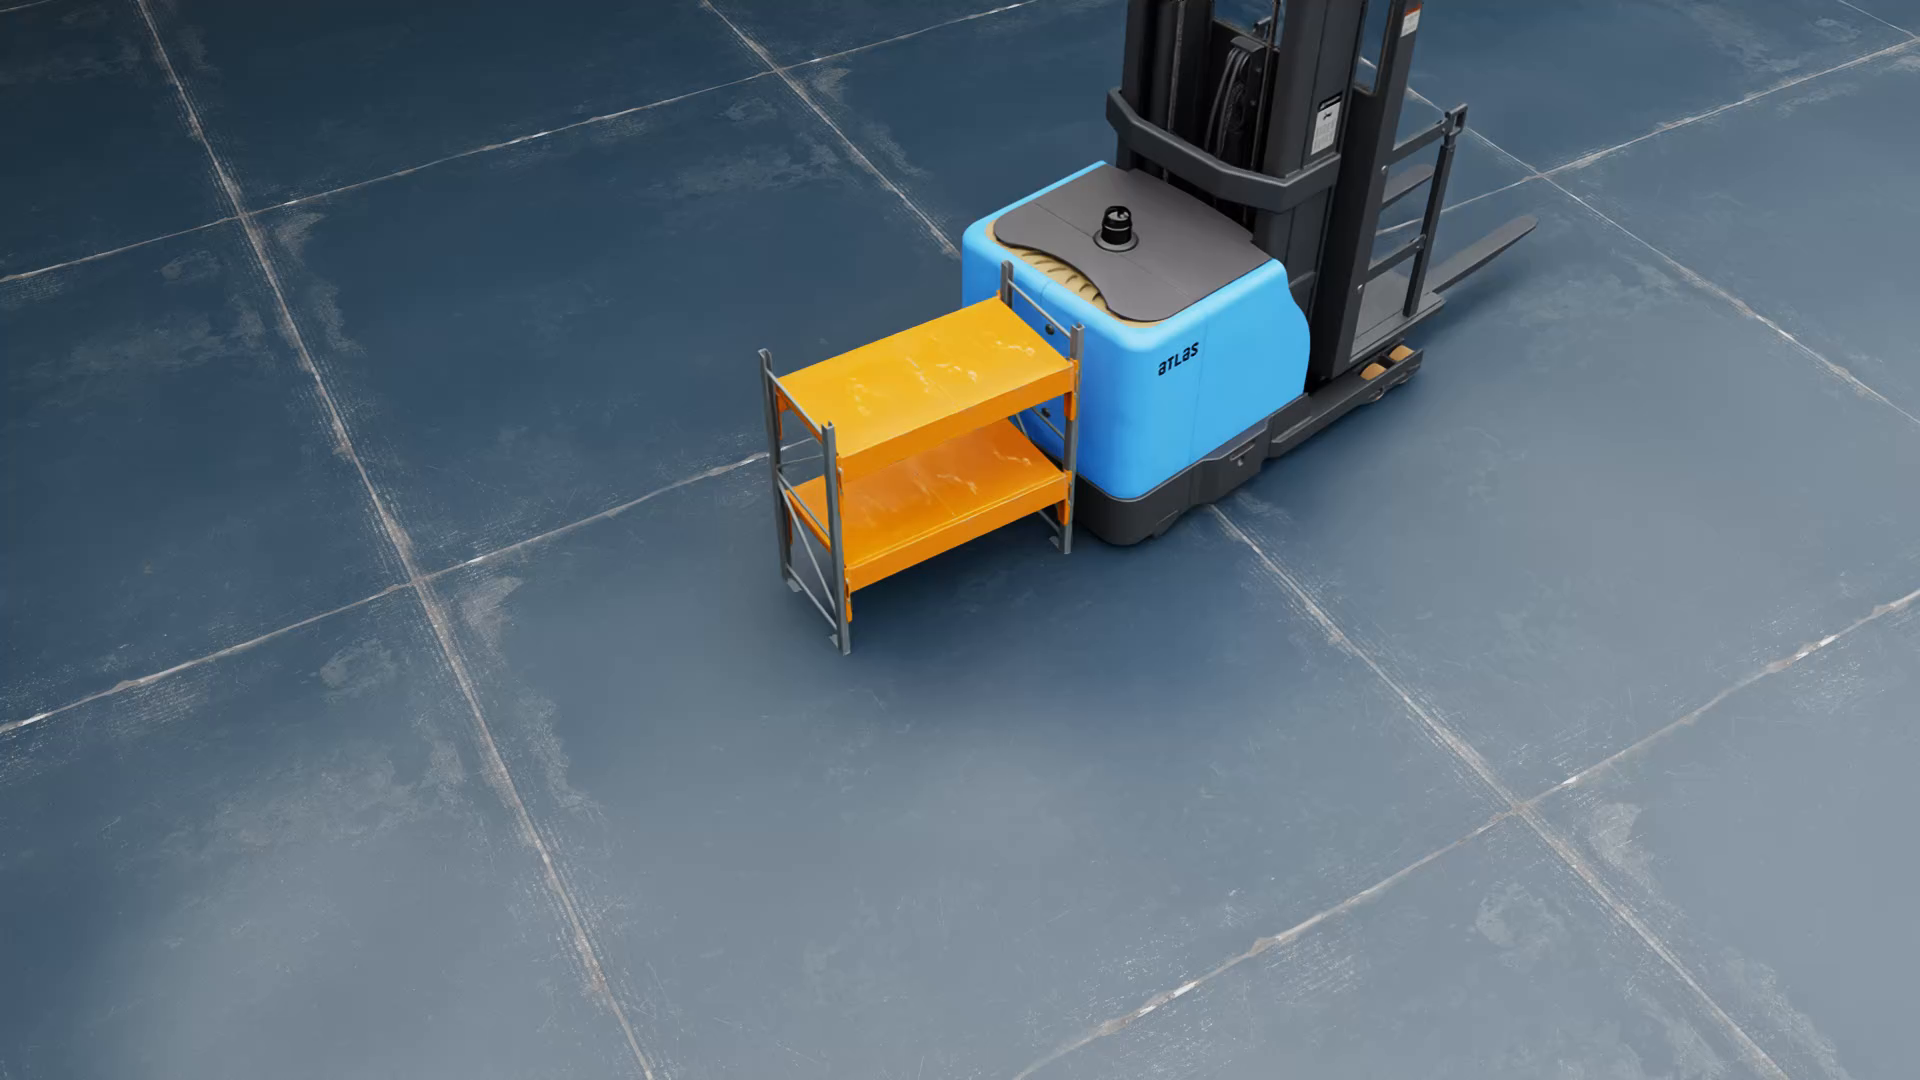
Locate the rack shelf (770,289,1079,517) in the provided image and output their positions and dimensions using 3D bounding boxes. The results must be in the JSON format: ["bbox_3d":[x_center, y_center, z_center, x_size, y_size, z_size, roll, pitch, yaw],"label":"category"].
[{"bbox_3d":[-0.131,-0.515,6.053,1.000,0.278,0.538,-24,49,-23],"label":"rack shelf"}]

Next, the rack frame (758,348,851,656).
[{"bbox_3d":[-0.561,-0.116,6.062,0.032,1.125,0.500,-24,49,-23],"label":"rack frame"}]

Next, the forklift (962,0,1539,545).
[{"bbox_3d":[1.435,-1.916,6.620,3.031,2.935,1.130,-31,52,-28],"label":"forklift"}]

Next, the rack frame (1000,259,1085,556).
[{"bbox_3d":[0.299,-0.494,6.451,0.032,1.125,0.500,-24,49,-23],"label":"rack frame"}]

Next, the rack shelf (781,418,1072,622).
[{"bbox_3d":[-0.131,-0.129,6.427,1.000,0.278,0.538,-24,49,-23],"label":"rack shelf"}]

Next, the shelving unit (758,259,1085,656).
[{"bbox_3d":[-0.131,-0.305,6.256,1.048,1.125,0.538,-24,49,-23],"label":"shelving unit"}]
